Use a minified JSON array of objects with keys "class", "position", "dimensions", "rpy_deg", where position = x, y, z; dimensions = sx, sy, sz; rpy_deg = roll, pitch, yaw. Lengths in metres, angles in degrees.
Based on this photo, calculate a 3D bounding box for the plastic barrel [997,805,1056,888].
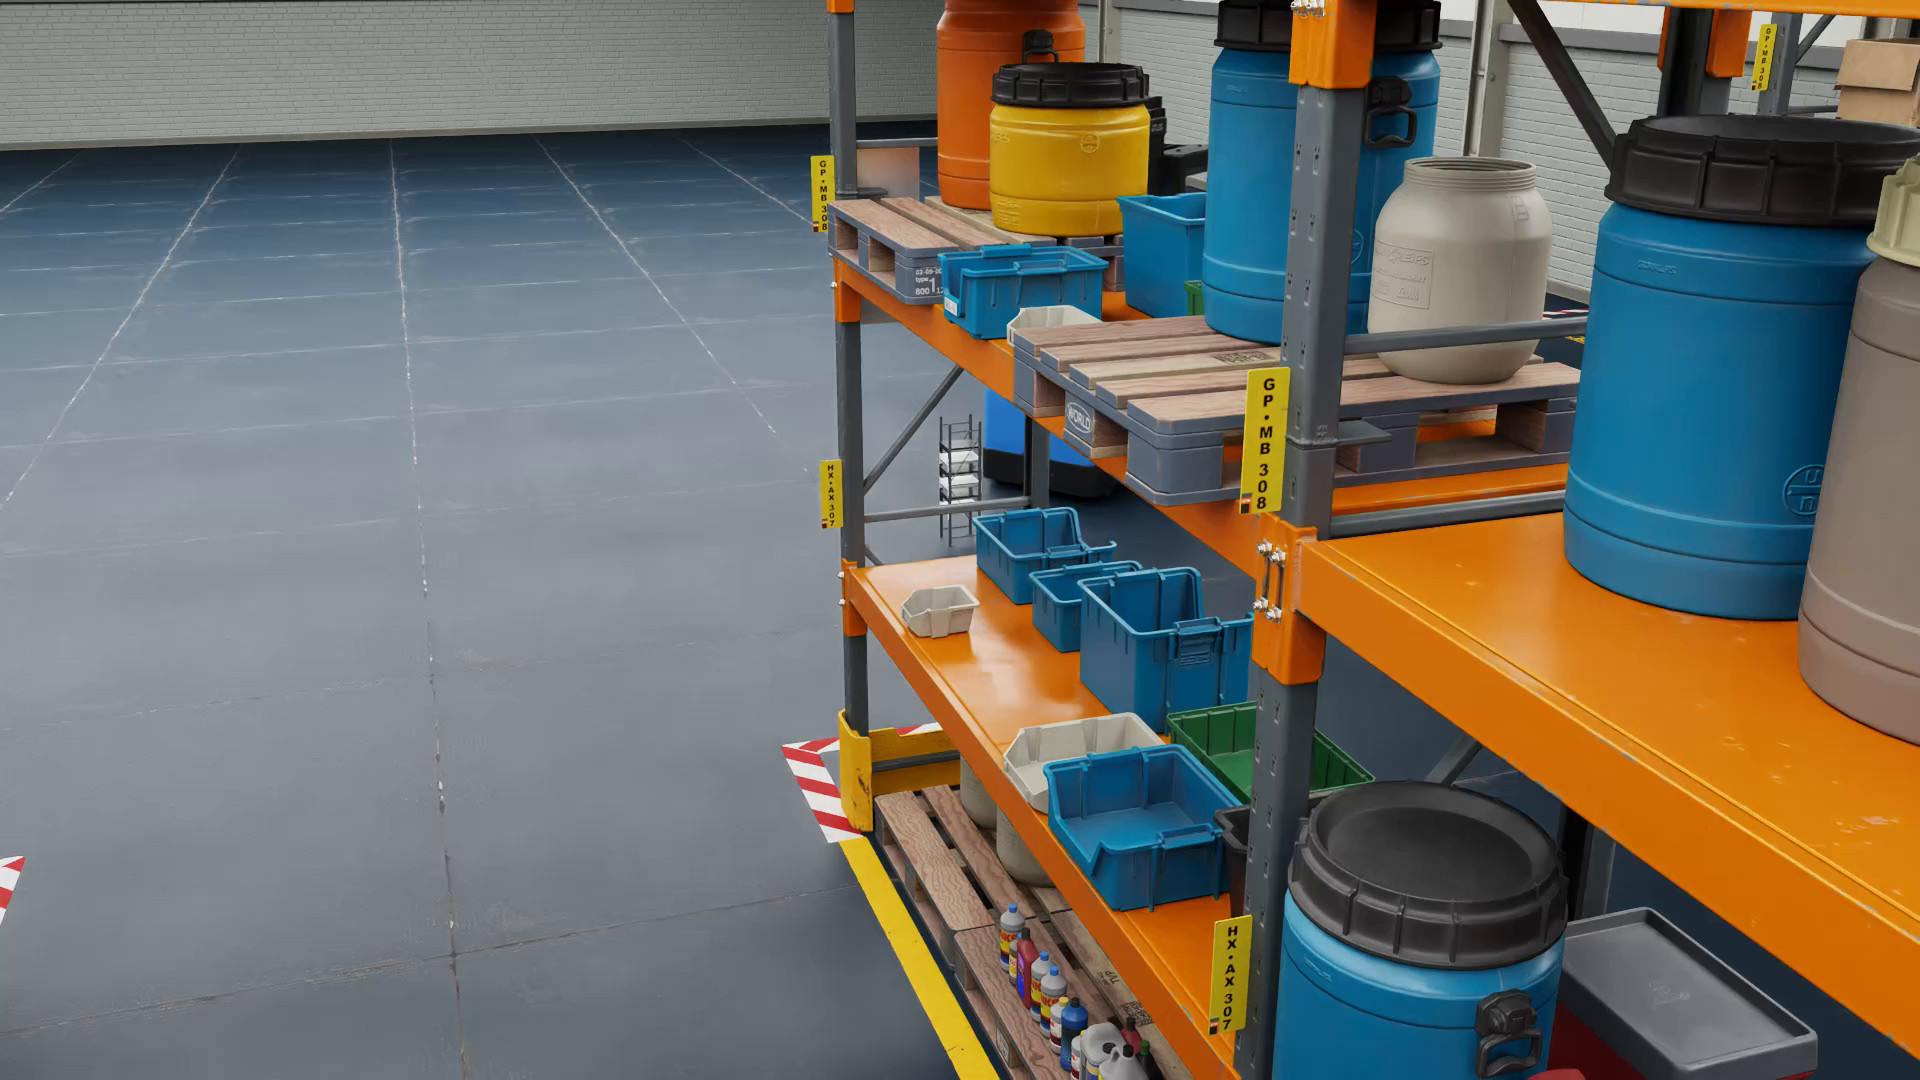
[{"class":"plastic barrel","position":[0.370,1.200,7.197],"dimensions":[0.421,0.512,0.421],"rpy_deg":[0,20,0]}]

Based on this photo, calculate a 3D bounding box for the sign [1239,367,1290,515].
[{"class":"sign","position":[0.664,-0.214,3.625],"dimensions":[0.100,0.325,0.005],"rpy_deg":[-6,21,-17]}]

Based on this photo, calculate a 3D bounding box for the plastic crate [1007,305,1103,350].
[{"class":"plastic crate","position":[0.302,-0.613,5.139],"dimensions":[0.243,0.136,0.396],"rpy_deg":[-6,21,-17]}]

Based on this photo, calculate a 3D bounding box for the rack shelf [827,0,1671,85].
[{"class":"rack shelf","position":[0.561,-1.792,5.249],"dimensions":[1.077,0.370,4.000],"rpy_deg":[-6,21,-17]}]

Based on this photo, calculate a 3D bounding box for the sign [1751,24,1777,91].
[{"class":"sign","position":[4.107,-2.465,8.496],"dimensions":[0.100,0.325,0.005],"rpy_deg":[-6,21,-17]}]

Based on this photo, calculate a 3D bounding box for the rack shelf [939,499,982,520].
[{"class":"rack shelf","position":[0.003,-0.220,11.829],"dimensions":[0.258,0.077,0.200],"rpy_deg":[-6,21,-17]}]

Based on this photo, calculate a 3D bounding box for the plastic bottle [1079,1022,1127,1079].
[{"class":"plastic bottle","position":[0.505,1.828,5.769],"dimensions":[0.152,0.276,0.135],"rpy_deg":[-6,21,-16]}]

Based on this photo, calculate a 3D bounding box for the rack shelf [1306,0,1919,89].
[{"class":"rack shelf","position":[1.819,-0.508,1.675],"dimensions":[1.077,0.370,4.000],"rpy_deg":[-6,21,-17]}]

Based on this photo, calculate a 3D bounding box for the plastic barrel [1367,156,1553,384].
[{"class":"plastic barrel","position":[1.241,-0.674,4.133],"dimensions":[0.421,0.512,0.421],"rpy_deg":[0,20,0]}]

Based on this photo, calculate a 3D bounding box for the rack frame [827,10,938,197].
[{"class":"rack frame","position":[-0.067,-2.960,6.847],"dimensions":[1.000,3.000,0.127],"rpy_deg":[-6,21,-17]}]

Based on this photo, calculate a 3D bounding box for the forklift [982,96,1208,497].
[{"class":"forklift","position":[1.400,-2.146,13.554],"dimensions":[1.130,2.935,3.031],"rpy_deg":[12,23,31]}]

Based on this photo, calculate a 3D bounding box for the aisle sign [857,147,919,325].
[{"class":"aisle sign","position":[-0.368,-1.352,7.399],"dimensions":[0.394,0.787,0.004],"rpy_deg":[-6,21,-17]}]

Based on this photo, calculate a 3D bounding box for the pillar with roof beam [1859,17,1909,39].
[{"class":"pillar with roof beam","position":[4.406,-5.348,13.495],"dimensions":[9.100,9.000,0.400],"rpy_deg":[-6,21,-17]}]

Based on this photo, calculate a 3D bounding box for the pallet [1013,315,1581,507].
[{"class":"pallet","position":[0.870,-0.397,4.428],"dimensions":[1.213,0.211,1.003],"rpy_deg":[-6,21,-17]}]

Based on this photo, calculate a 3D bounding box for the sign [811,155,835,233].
[{"class":"sign","position":[-0.591,-1.496,7.193],"dimensions":[0.100,0.325,0.005],"rpy_deg":[-6,21,-17]}]

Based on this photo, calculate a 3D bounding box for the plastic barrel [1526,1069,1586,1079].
[{"class":"plastic barrel","position":[1.282,1.413,3.344],"dimensions":[0.433,0.535,0.433],"rpy_deg":[0,20,0]}]

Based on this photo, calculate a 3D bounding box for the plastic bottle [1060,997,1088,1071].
[{"class":"plastic bottle","position":[0.410,1.762,5.959],"dimensions":[0.097,0.271,0.097],"rpy_deg":[0,20,0]}]

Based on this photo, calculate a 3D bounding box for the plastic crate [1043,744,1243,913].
[{"class":"plastic crate","position":[0.584,0.890,5.221],"dimensions":[0.499,0.251,0.616],"rpy_deg":[-6,21,-17]}]

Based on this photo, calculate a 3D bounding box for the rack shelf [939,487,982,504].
[{"class":"rack shelf","position":[0.003,-0.305,11.799],"dimensions":[0.258,0.077,0.200],"rpy_deg":[-6,21,-17]}]

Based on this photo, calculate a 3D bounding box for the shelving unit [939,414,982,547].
[{"class":"shelving unit","position":[0.003,-0.421,11.757],"dimensions":[0.258,0.900,0.210],"rpy_deg":[-6,21,-17]}]

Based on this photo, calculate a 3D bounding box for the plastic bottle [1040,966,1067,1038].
[{"class":"plastic bottle","position":[0.346,1.697,6.140],"dimensions":[0.097,0.271,0.097],"rpy_deg":[0,20,0]}]

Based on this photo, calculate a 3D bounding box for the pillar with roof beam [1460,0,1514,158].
[{"class":"pillar with roof beam","position":[2.520,-7.274,18.855],"dimensions":[9.100,9.000,0.400],"rpy_deg":[-6,21,-17]}]

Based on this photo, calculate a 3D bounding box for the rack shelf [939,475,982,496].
[{"class":"rack shelf","position":[0.003,-0.390,11.768],"dimensions":[0.258,0.077,0.200],"rpy_deg":[-6,21,-17]}]

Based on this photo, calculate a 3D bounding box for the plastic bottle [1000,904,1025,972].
[{"class":"plastic bottle","position":[0.207,1.555,6.535],"dimensions":[0.097,0.271,0.097],"rpy_deg":[0,20,0]}]

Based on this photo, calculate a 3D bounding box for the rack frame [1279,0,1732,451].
[{"class":"rack frame","position":[1.190,-1.677,3.273],"dimensions":[1.000,3.000,0.127],"rpy_deg":[-6,21,-17]}]

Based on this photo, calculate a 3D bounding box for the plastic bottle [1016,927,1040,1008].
[{"class":"plastic bottle","position":[0.261,1.624,6.326],"dimensions":[0.061,0.283,0.133],"rpy_deg":[-6,21,-16]}]

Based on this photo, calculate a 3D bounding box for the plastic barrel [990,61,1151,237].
[{"class":"plastic barrel","position":[0.412,-1.483,6.270],"dimensions":[0.600,0.588,0.600],"rpy_deg":[0,20,0]}]

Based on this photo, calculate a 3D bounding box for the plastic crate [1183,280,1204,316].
[{"class":"plastic crate","position":[0.952,-0.701,5.306],"dimensions":[0.336,0.188,0.450],"rpy_deg":[-6,21,-17]}]

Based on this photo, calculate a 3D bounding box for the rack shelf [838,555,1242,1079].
[{"class":"rack shelf","position":[0.561,0.843,6.195],"dimensions":[1.077,0.370,4.000],"rpy_deg":[-6,21,-17]}]

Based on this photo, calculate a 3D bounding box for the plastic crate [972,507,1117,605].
[{"class":"plastic crate","position":[0.374,0.062,7.527],"dimensions":[0.499,0.251,0.616],"rpy_deg":[-6,21,-17]}]

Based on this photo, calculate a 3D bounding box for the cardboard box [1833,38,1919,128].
[{"class":"cardboard box","position":[4.813,-2.201,8.189],"dimensions":[0.797,0.503,0.637],"rpy_deg":[-5,20,-13]}]

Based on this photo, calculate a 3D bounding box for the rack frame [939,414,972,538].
[{"class":"rack frame","position":[-0.029,-0.454,11.848],"dimensions":[0.240,0.900,0.006],"rpy_deg":[-6,21,-17]}]

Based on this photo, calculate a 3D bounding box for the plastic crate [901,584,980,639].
[{"class":"plastic crate","position":[-0.091,0.308,7.011],"dimensions":[0.298,0.136,0.250],"rpy_deg":[-6,21,-17]}]

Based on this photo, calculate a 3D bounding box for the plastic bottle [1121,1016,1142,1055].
[{"class":"plastic bottle","position":[0.606,1.813,5.800],"dimensions":[0.061,0.283,0.133],"rpy_deg":[-6,21,-17]}]

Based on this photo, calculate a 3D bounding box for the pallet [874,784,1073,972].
[{"class":"pallet","position":[0.251,1.456,7.551],"dimensions":[1.003,0.211,1.213],"rpy_deg":[-6,21,-17]}]

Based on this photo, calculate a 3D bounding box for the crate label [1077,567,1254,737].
[{"class":"crate label","position":[0.768,0.408,6.290],"dimensions":[0.502,0.435,0.616],"rpy_deg":[-6,21,-17]}]

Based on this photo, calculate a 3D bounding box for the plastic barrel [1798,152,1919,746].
[{"class":"plastic barrel","position":[1.761,-0.151,2.721],"dimensions":[0.600,0.901,0.600],"rpy_deg":[0,20,0]}]
